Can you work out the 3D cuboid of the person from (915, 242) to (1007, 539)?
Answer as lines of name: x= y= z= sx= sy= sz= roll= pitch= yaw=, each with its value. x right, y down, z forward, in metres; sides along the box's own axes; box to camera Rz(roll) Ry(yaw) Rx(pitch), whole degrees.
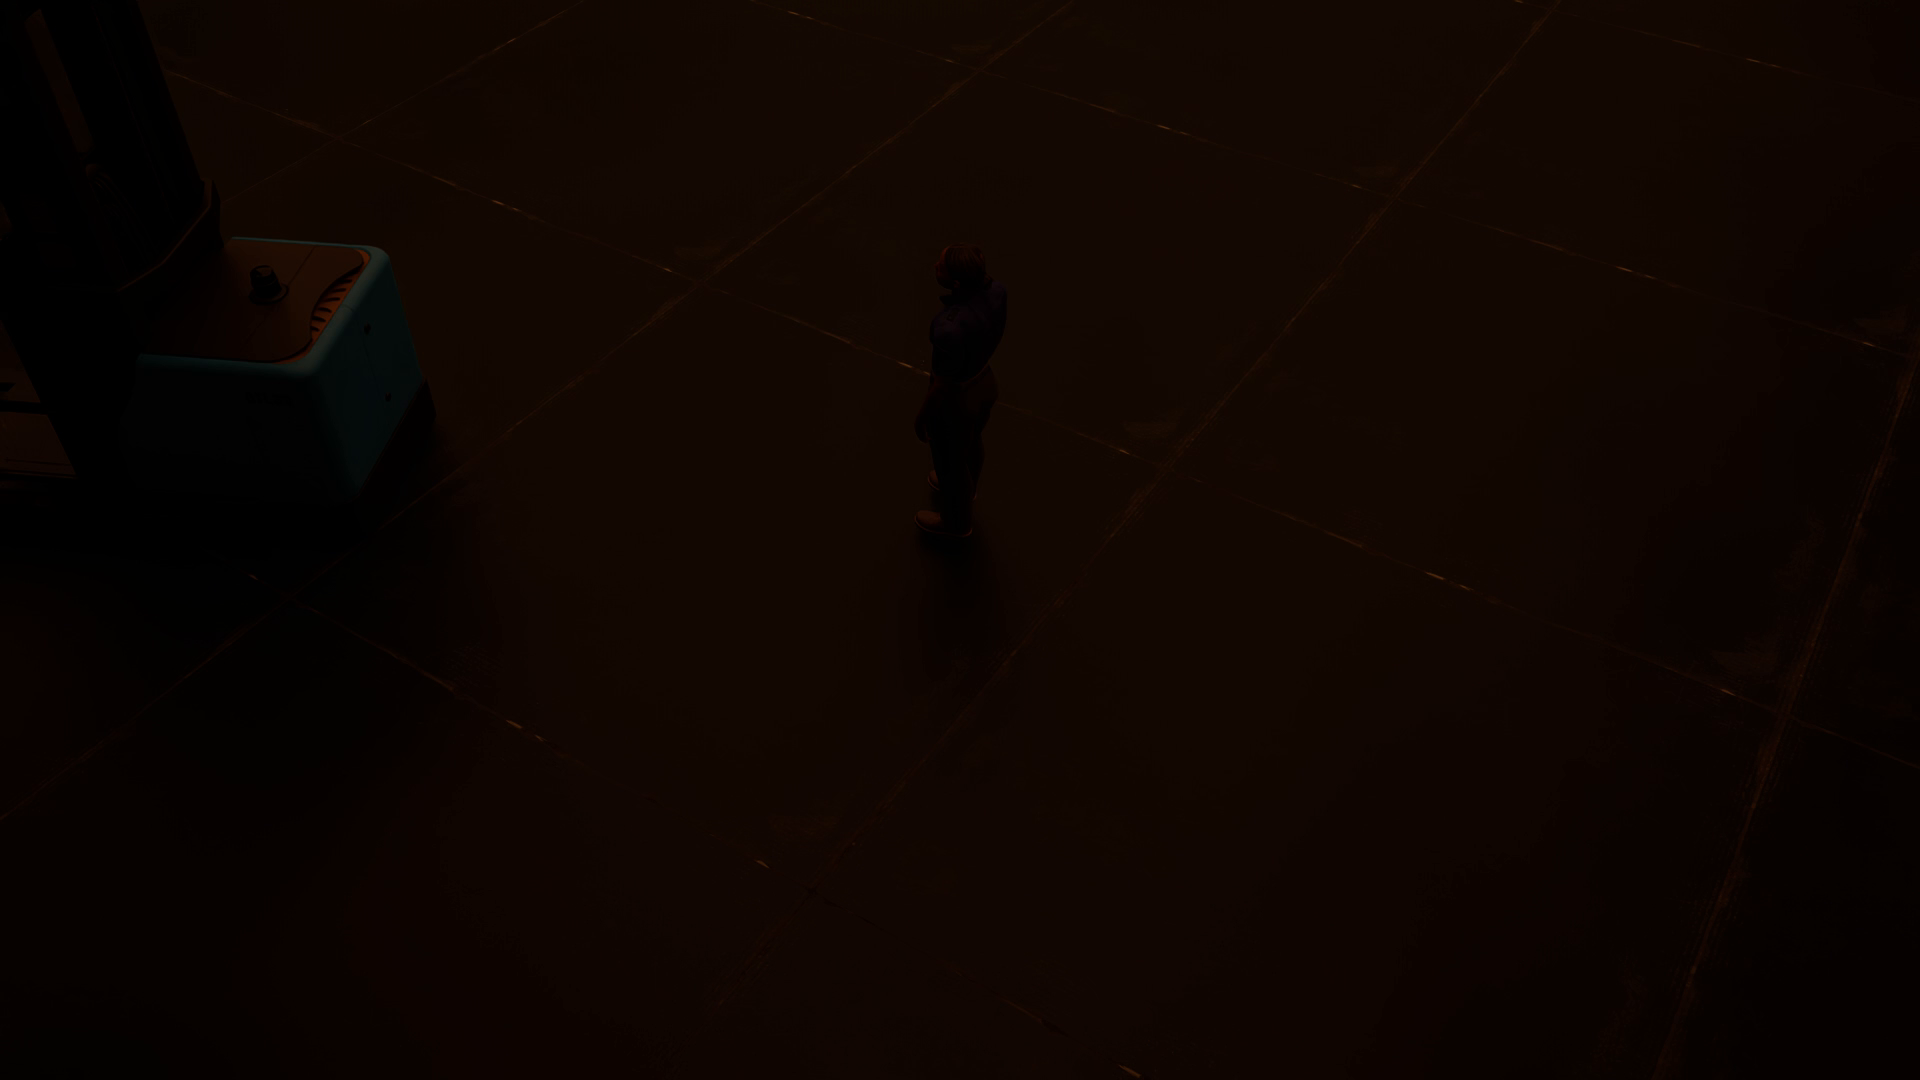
person: x=-0.063 y=-0.674 z=7.428 sx=0.503 sy=1.641 sz=0.569 roll=24 pitch=48 yaw=23

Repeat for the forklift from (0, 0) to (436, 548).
forklift: x=-4.246 y=-1.471 z=7.400 sx=3.031 sy=2.935 sz=1.130 roll=5 pitch=44 yaw=5
